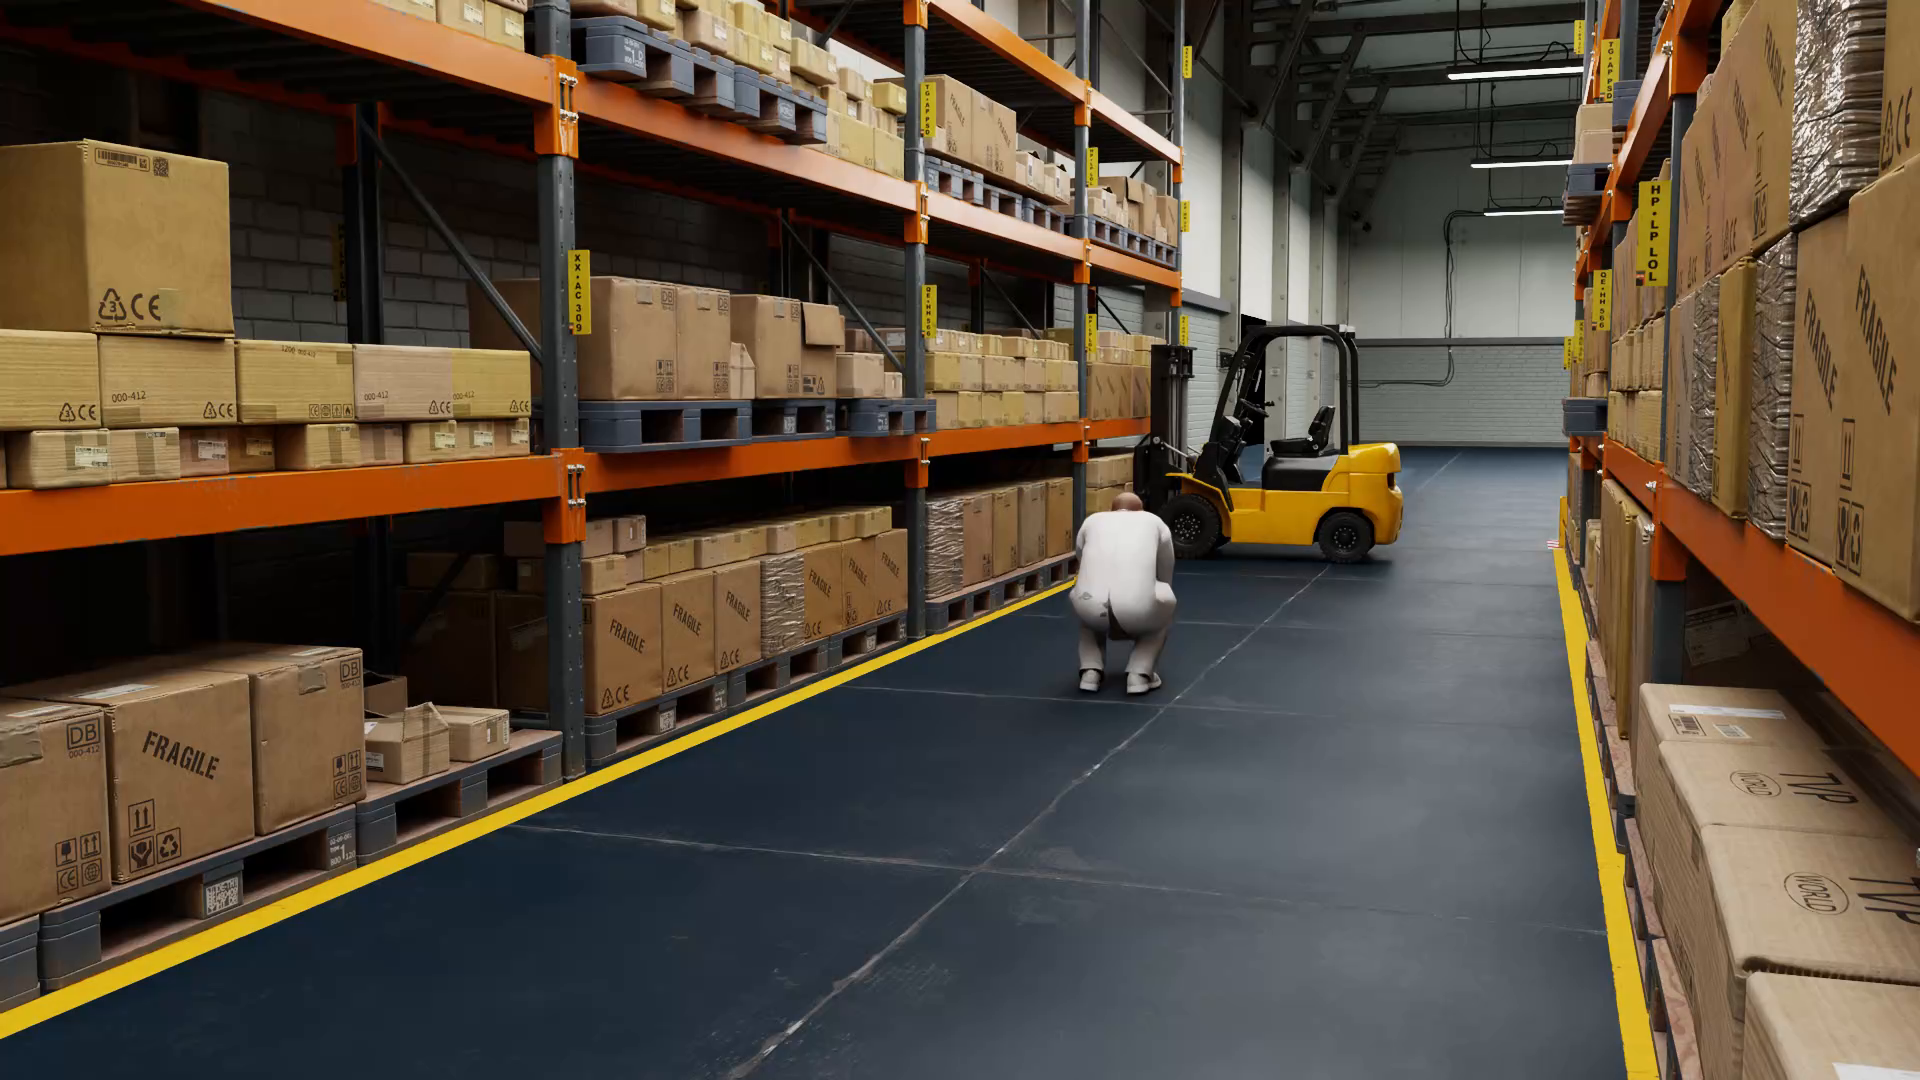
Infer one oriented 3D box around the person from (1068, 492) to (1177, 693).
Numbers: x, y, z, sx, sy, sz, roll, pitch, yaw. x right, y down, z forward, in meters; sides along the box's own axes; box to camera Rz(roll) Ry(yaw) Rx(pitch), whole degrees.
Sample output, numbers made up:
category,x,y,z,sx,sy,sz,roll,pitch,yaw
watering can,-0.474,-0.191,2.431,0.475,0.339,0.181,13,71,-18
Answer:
category,x,y,z,sx,sy,sz,roll,pitch,yaw
person,0.873,0.279,8.809,0.577,0.984,0.930,2,5,17
